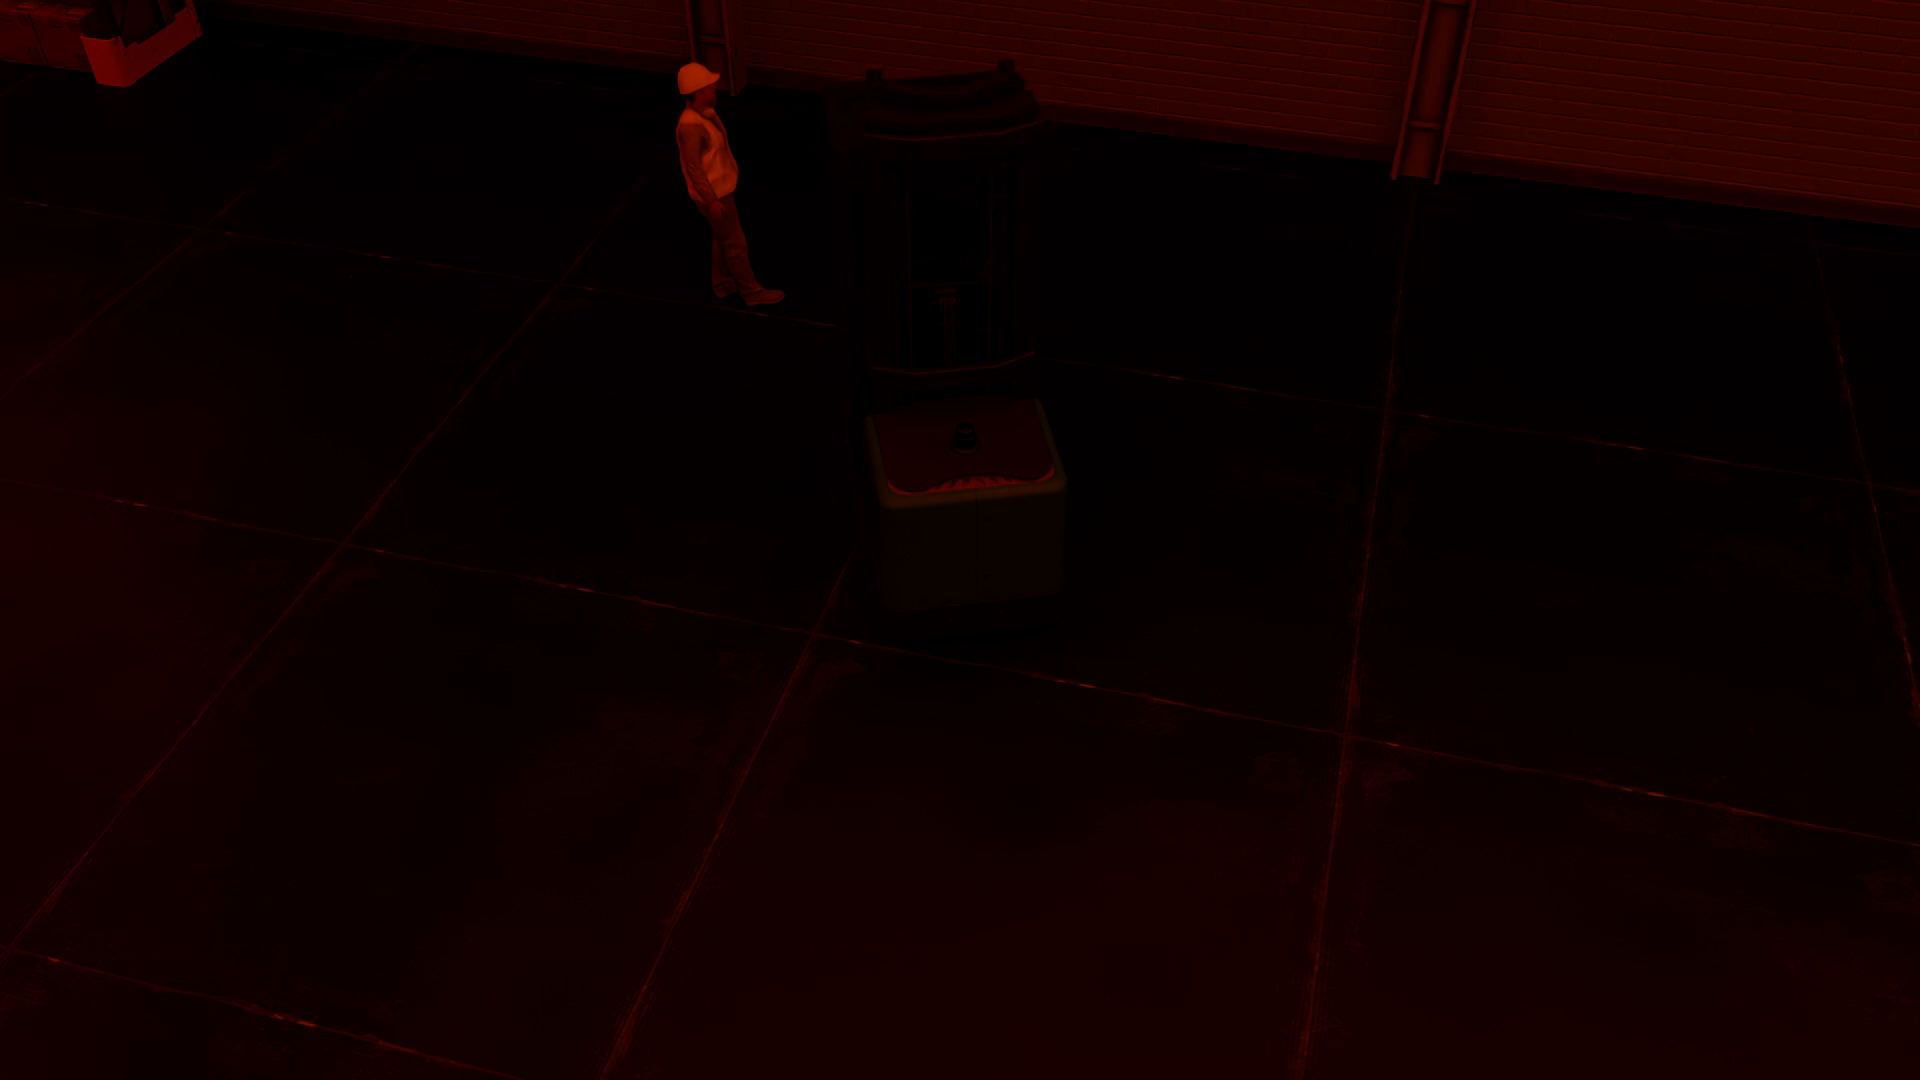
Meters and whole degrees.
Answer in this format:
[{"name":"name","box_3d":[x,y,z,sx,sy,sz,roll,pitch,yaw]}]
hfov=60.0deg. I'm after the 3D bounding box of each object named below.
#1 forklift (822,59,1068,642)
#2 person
[{"name":"forklift","box_3d":[-0.155,-1.508,9.582,1.130,2.935,3.031,-6,42,-7]},{"name":"person","box_3d":[-1.590,-2.452,11.538,0.650,1.773,0.630,1,41,1]}]
